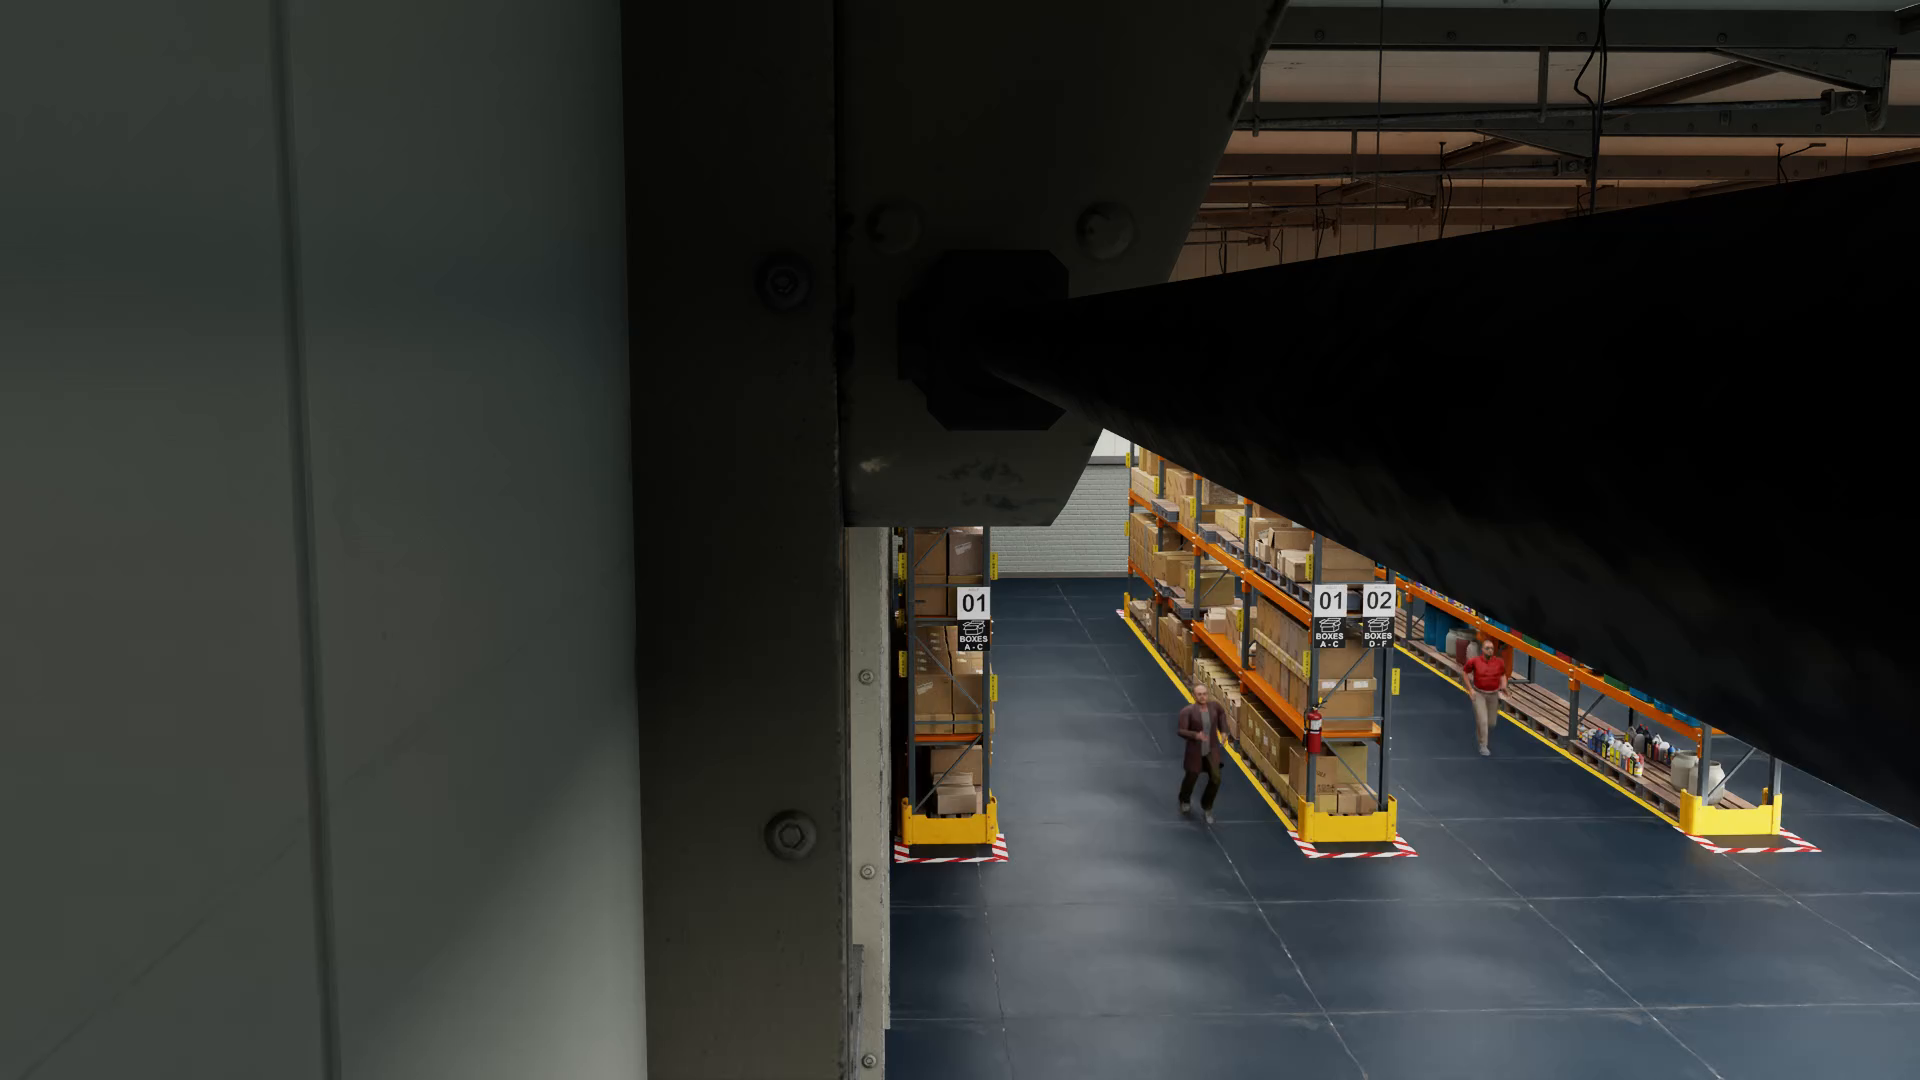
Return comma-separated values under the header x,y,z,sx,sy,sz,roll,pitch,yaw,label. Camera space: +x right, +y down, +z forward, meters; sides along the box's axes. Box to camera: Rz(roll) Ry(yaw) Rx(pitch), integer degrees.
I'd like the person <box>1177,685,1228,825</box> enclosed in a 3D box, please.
x,y,z,sx,sy,sz,roll,pitch,yaw,label
3.111,2.730,21.319,0.733,1.798,0.958,-1,7,-8,person

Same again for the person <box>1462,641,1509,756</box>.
x,y,z,sx,sy,sz,roll,pitch,yaw,label
7.841,2.324,24.922,0.646,1.692,0.771,0,7,0,person
